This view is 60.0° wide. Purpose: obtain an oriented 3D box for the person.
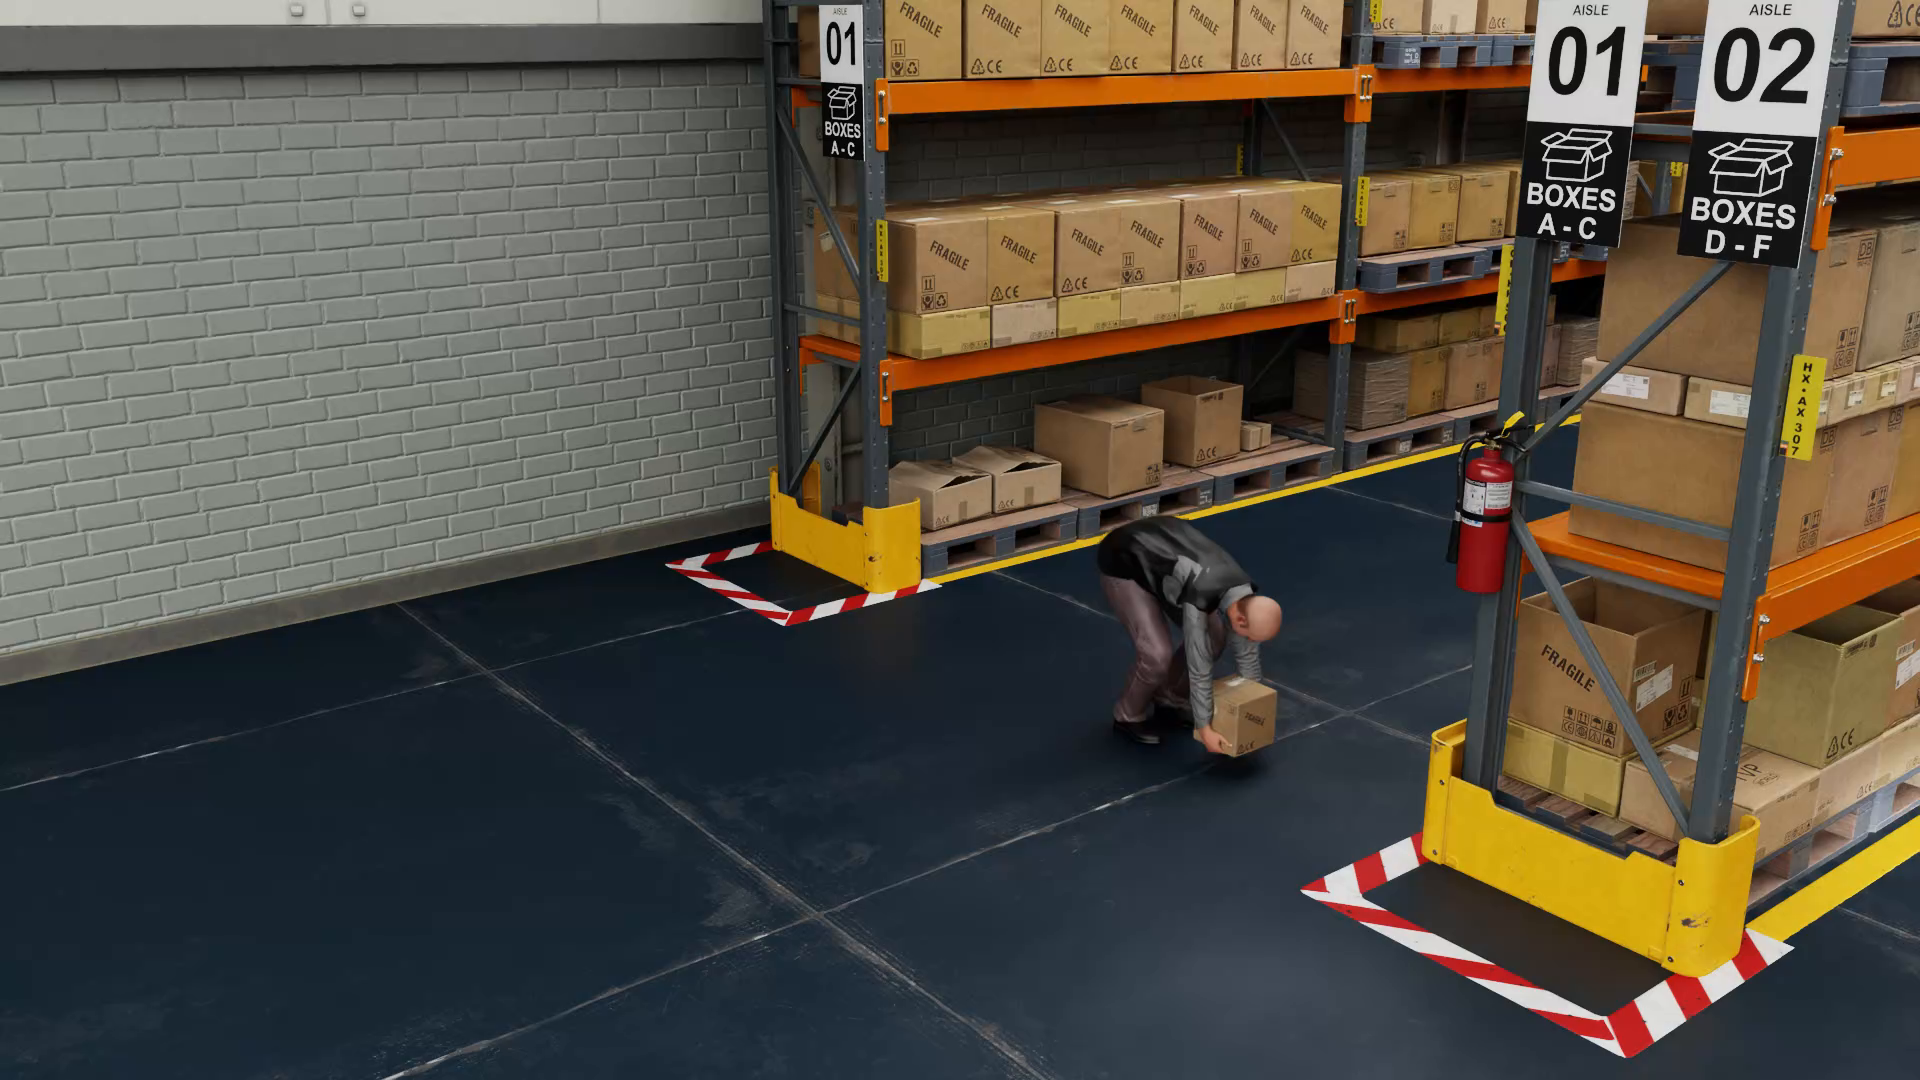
[{"bbox_3d":[1.032,0.429,7.406,0.503,1.014,0.948,-15,23,-39],"label":"person"}]
